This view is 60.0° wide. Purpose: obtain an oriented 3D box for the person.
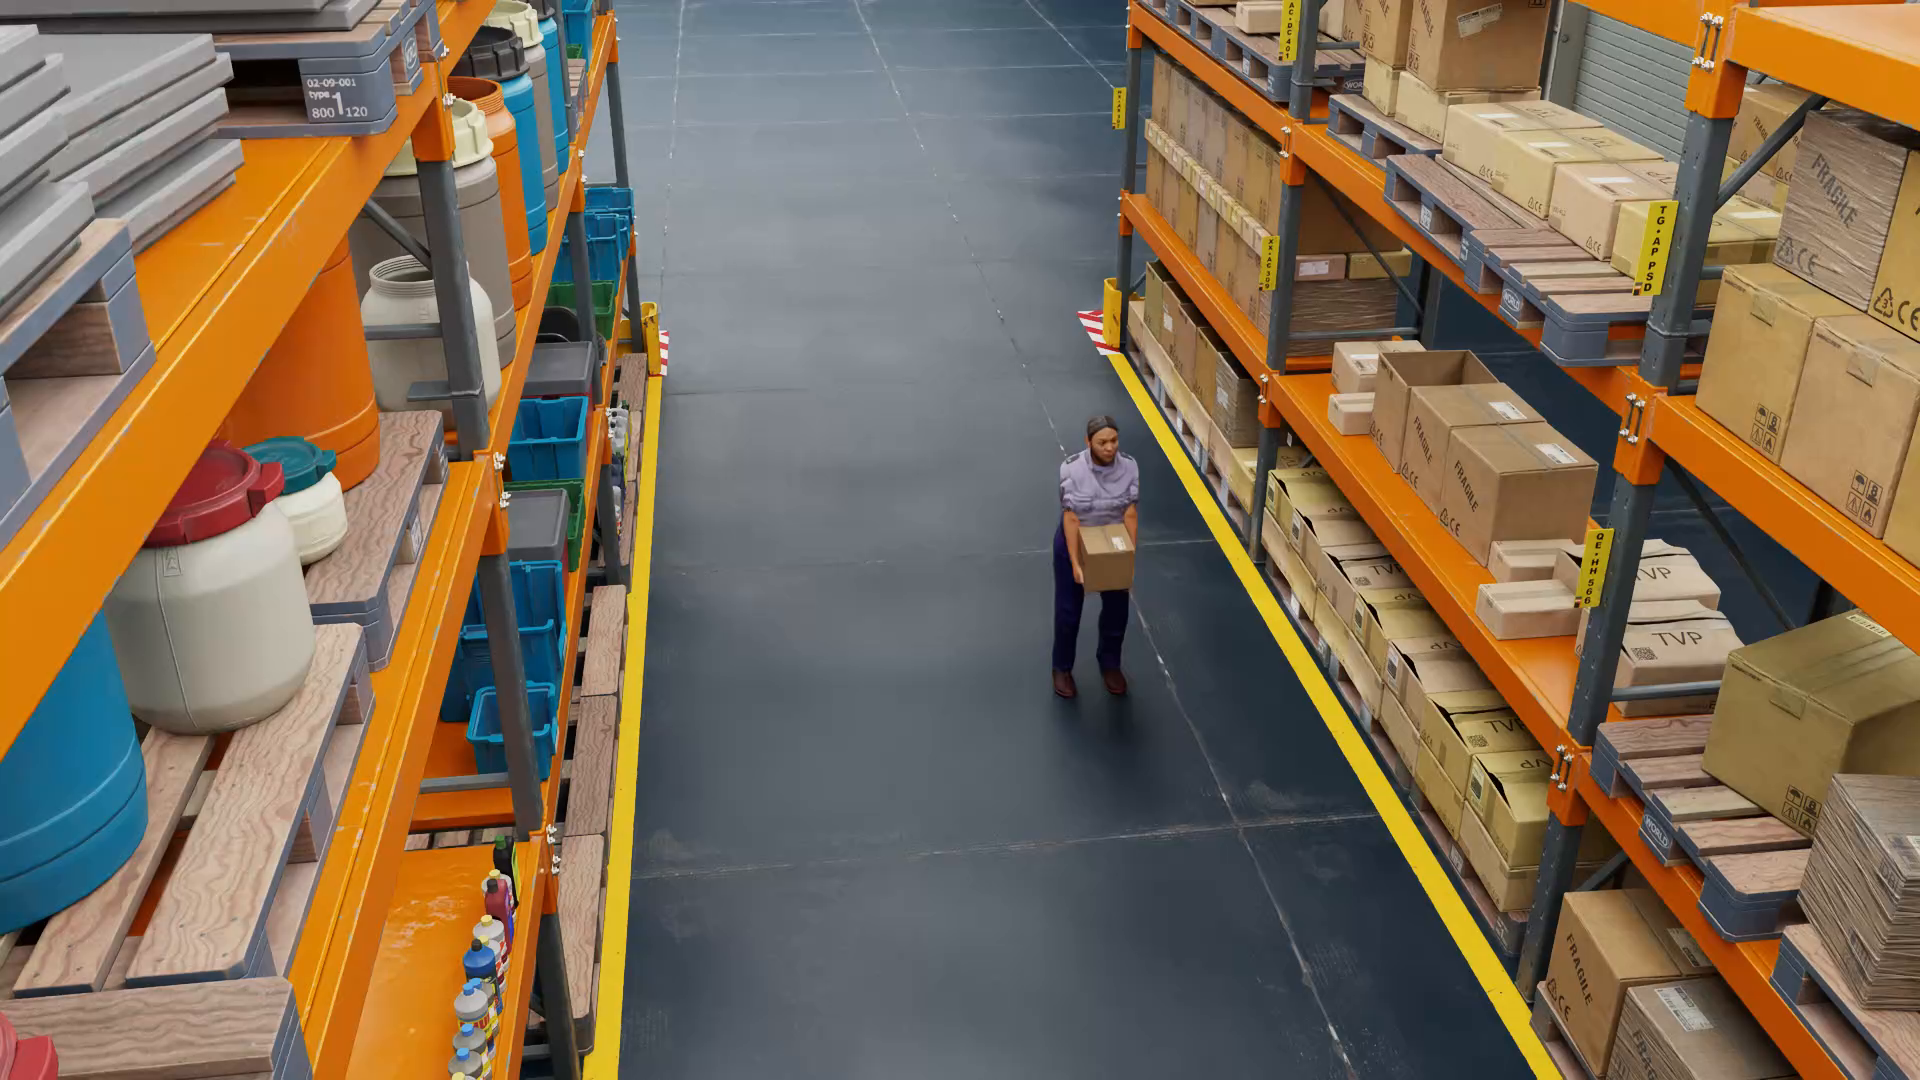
[{"bbox_3d":[0.738,0.104,8.920,0.435,1.642,0.540,-4,28,-8],"label":"person"}]
